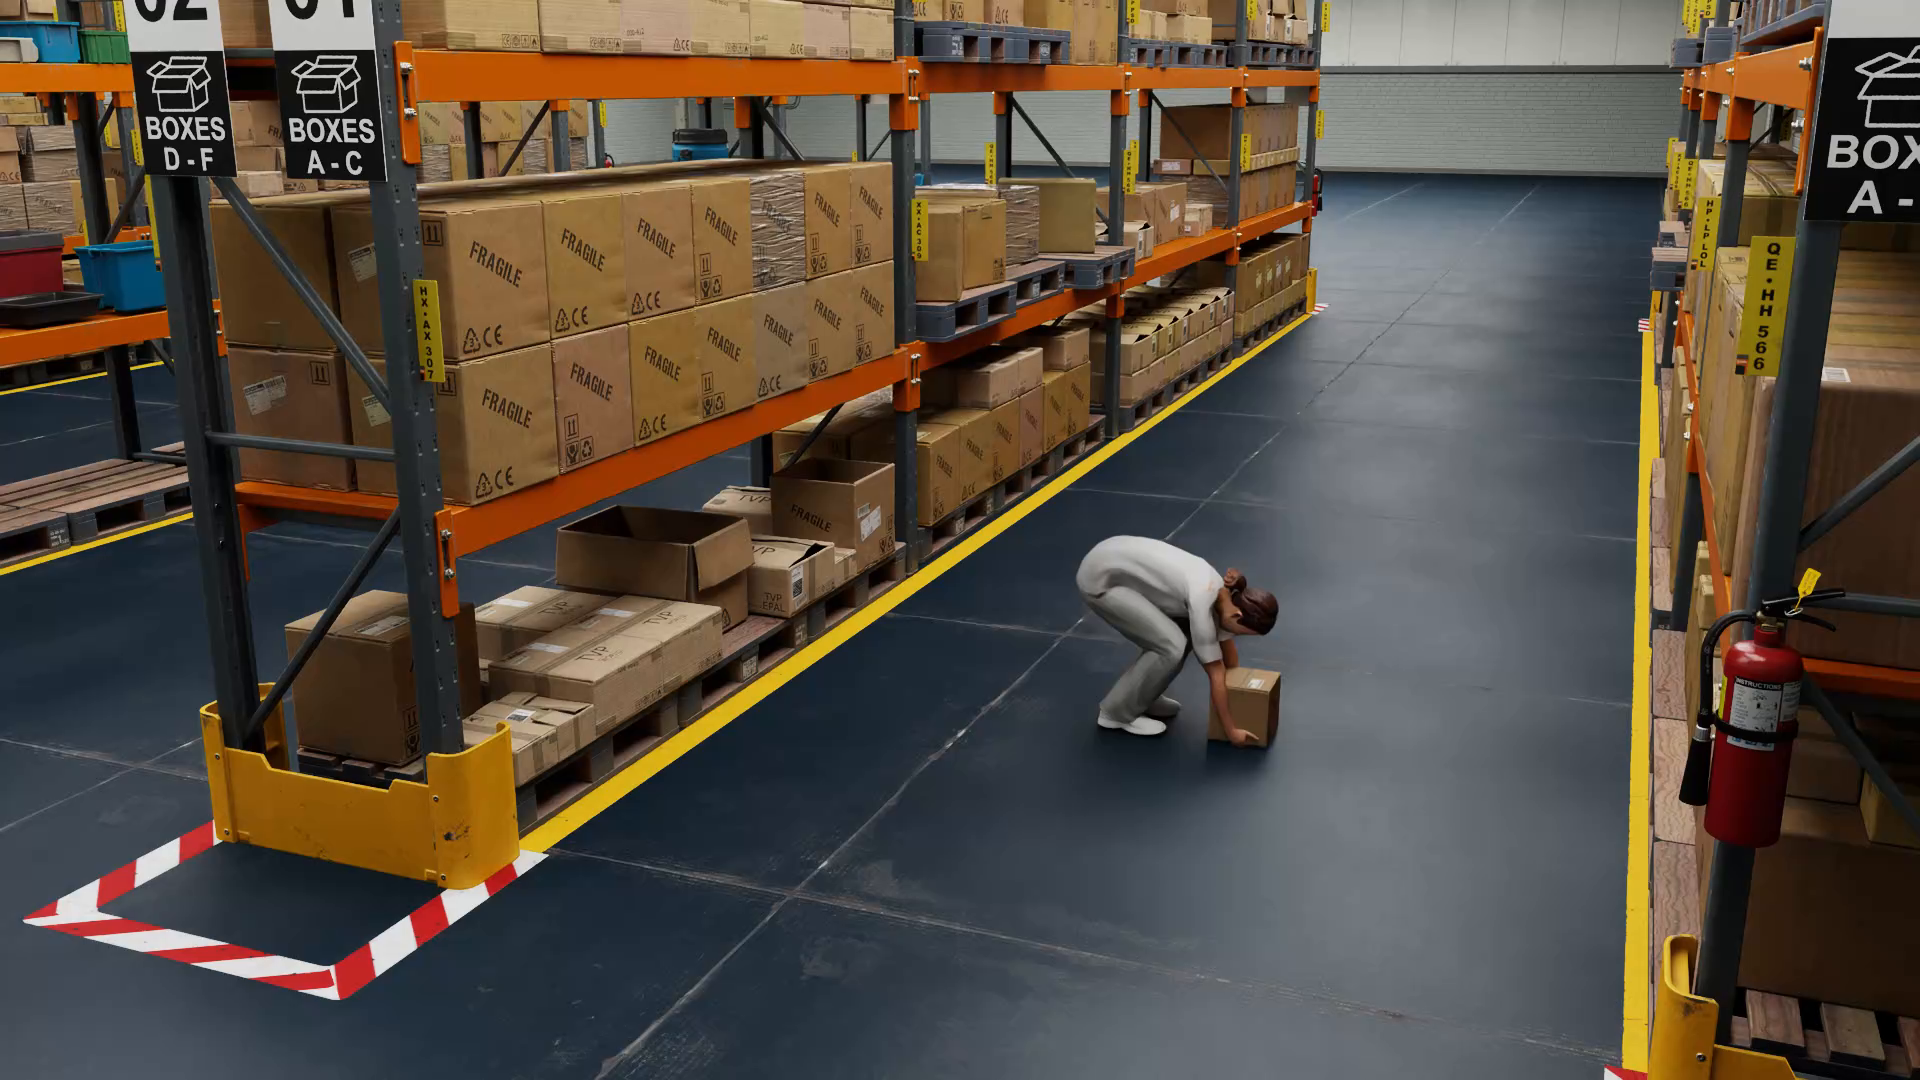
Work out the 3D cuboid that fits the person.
[{"bbox_3d":[0.927,0.415,7.135,0.857,0.837,0.476,5,16,18],"label":"person"}]
